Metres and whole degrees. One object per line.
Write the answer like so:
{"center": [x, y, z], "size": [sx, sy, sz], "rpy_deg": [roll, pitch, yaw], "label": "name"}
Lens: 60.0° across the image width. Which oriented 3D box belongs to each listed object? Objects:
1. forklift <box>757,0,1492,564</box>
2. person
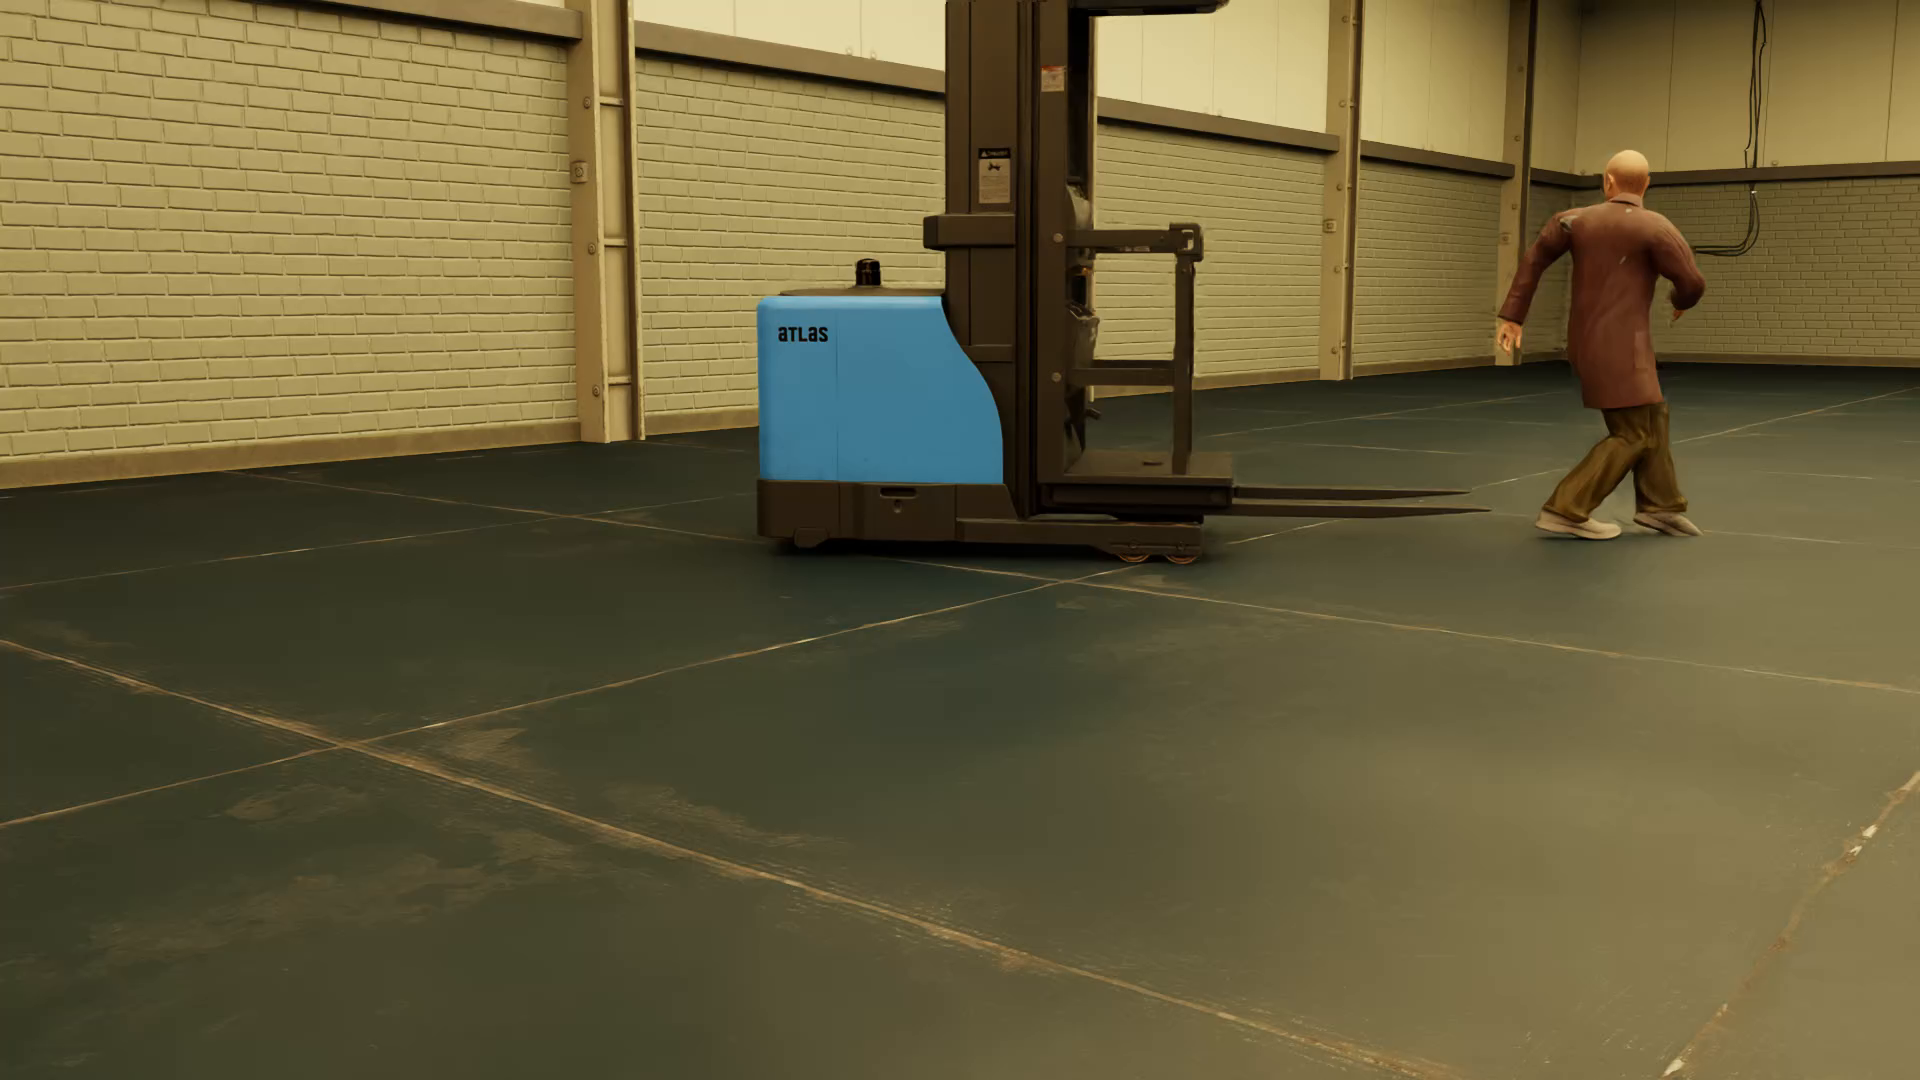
{"center": [0.701, -1.434, 7.081], "size": [3.031, 2.935, 1.130], "rpy_deg": [1, 8, 9], "label": "forklift"}
{"center": [2.939, -0.837, 7.413], "size": [0.966, 1.758, 0.628], "rpy_deg": [-1, 8, -10], "label": "person"}
